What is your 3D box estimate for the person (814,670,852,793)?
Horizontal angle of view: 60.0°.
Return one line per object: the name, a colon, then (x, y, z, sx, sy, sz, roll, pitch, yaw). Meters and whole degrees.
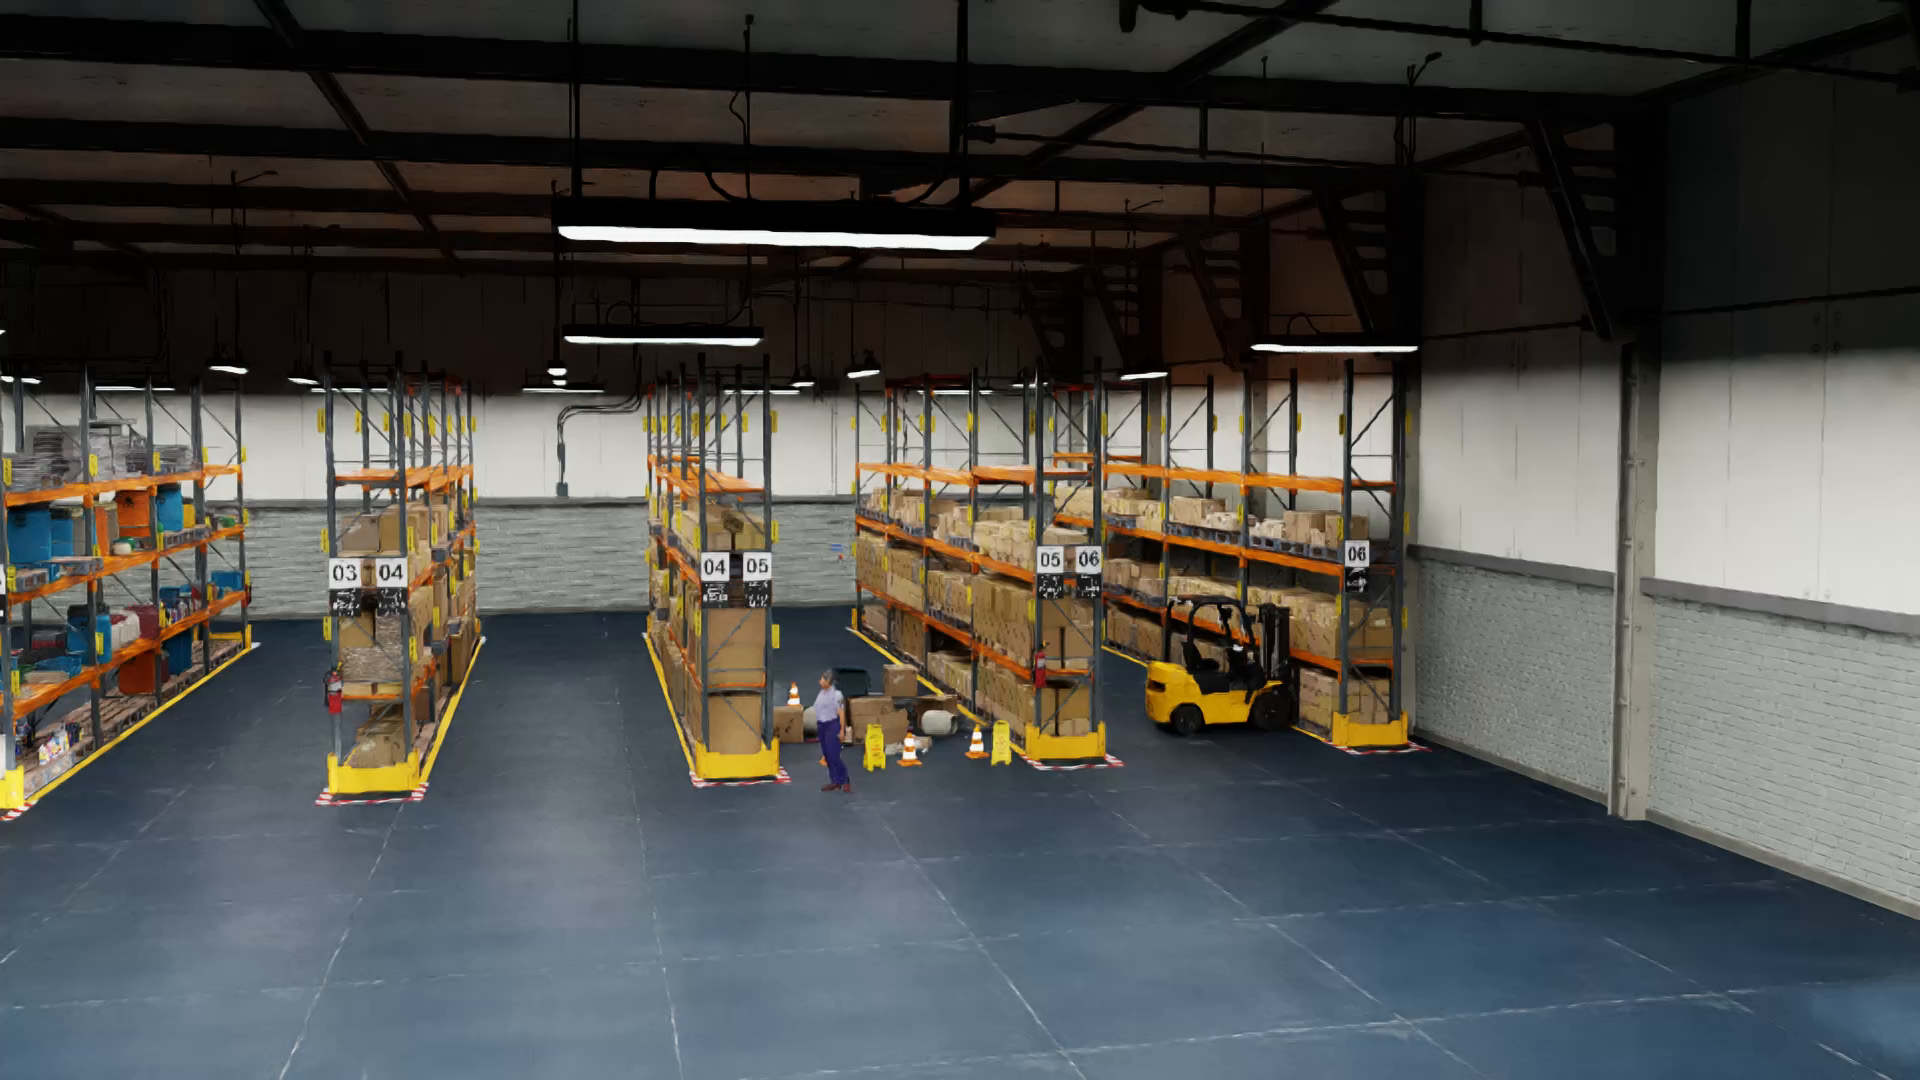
person: (-1.725, 2.604, 22.670, 0.410, 1.630, 0.601, -3, 5, -38)
